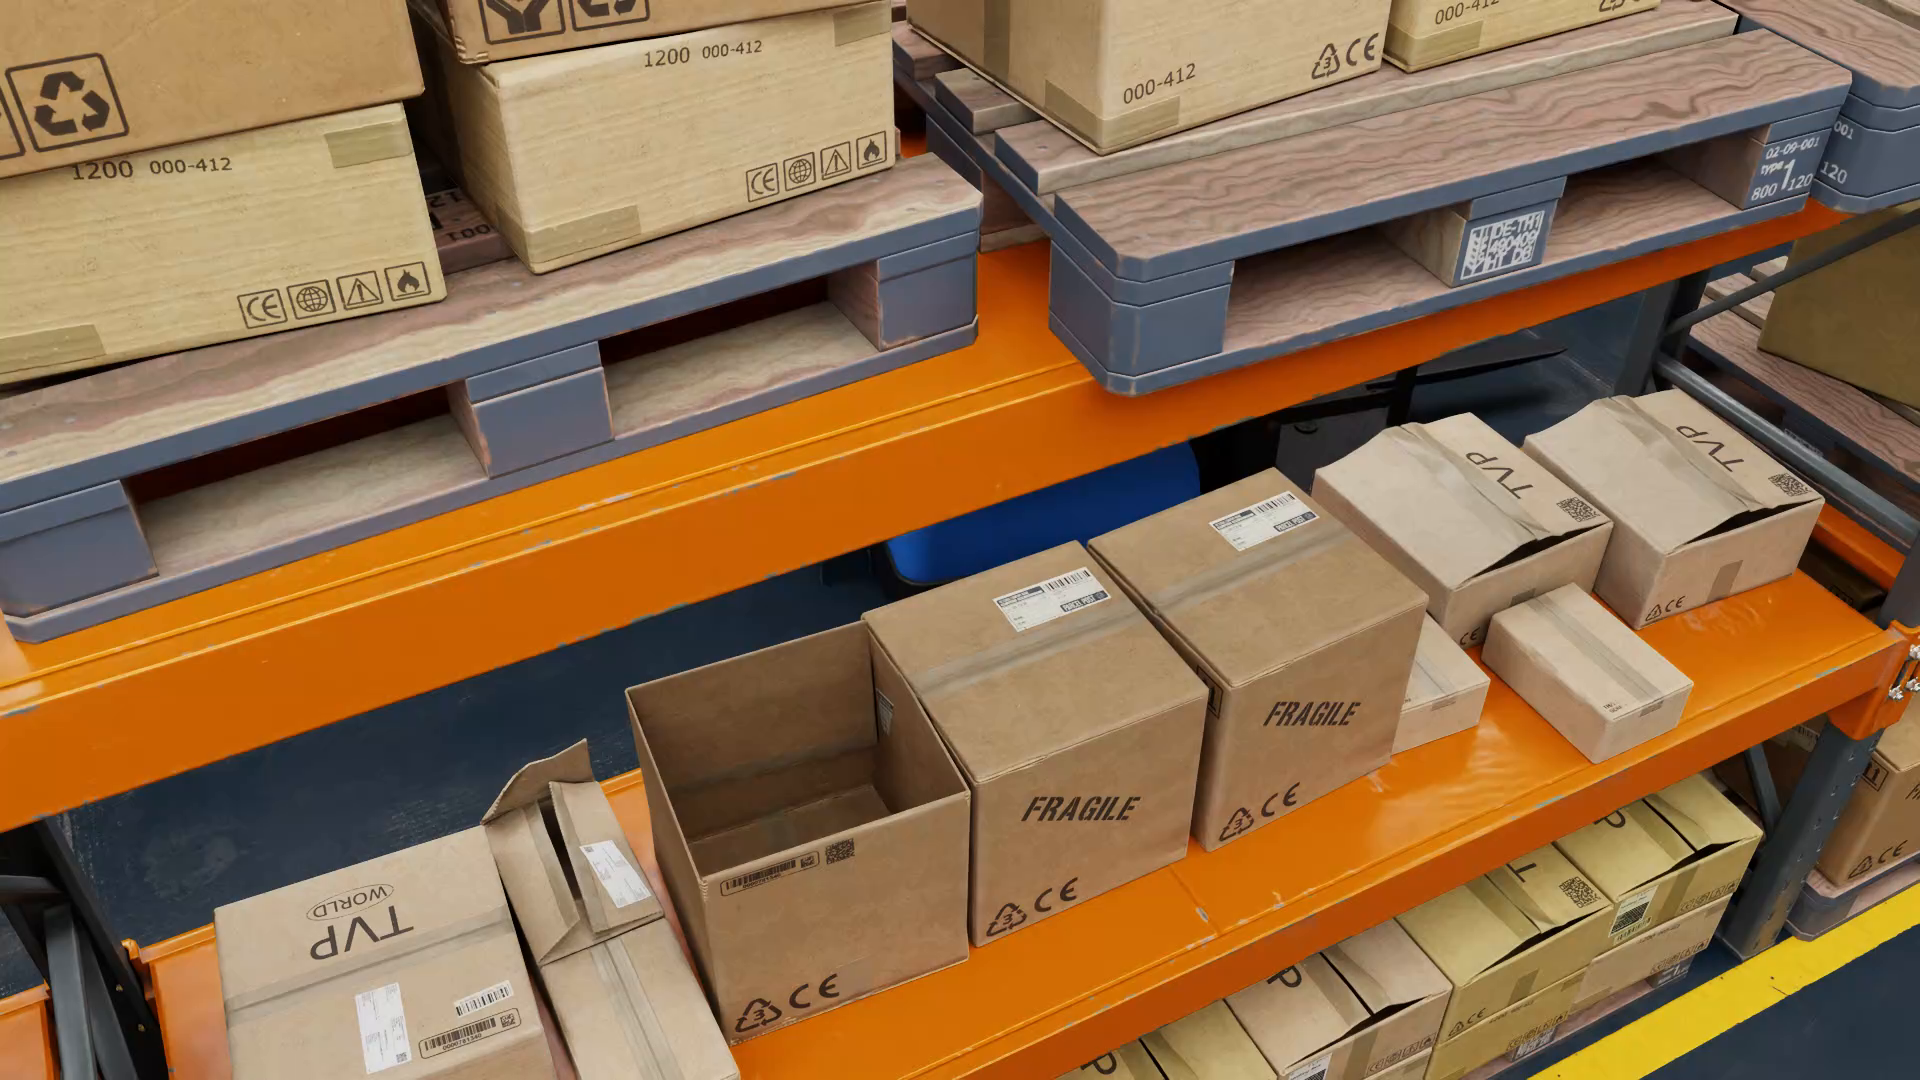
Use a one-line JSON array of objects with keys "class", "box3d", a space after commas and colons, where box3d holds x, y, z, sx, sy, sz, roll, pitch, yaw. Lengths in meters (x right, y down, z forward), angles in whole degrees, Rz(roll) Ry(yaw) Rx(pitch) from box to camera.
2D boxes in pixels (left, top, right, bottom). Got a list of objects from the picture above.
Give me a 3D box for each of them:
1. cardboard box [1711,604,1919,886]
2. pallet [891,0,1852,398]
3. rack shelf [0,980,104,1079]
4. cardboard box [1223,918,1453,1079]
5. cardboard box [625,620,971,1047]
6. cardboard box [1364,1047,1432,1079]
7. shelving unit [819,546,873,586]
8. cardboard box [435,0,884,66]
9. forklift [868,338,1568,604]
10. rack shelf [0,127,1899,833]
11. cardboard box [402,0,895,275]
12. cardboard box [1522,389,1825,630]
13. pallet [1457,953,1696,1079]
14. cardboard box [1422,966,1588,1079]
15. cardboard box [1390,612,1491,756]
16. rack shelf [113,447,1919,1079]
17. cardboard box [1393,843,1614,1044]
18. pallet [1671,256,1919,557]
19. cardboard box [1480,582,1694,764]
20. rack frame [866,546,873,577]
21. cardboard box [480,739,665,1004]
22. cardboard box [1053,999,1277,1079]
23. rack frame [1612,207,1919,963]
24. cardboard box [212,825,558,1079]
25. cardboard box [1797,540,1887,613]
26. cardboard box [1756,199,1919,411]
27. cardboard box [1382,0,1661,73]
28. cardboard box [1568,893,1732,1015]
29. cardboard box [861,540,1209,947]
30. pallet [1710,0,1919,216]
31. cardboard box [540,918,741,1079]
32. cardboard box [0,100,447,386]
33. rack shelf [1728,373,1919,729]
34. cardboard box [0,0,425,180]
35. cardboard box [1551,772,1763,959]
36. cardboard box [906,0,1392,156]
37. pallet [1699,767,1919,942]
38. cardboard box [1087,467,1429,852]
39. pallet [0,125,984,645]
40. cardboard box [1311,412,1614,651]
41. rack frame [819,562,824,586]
[{"class": "cardboard box", "box3d": [2.621, 0.587, 4.829, 0.500, 0.500, 0.500, -17, 43, -19]}, {"class": "pallet", "box3d": [0.534, -0.711, 2.592, 1.213, 0.211, 1.003, -17, 43, -19]}, {"class": "rack shelf", "box3d": [-3.237, 1.838, 2.314, 4.000, 0.370, 1.077, -19, 44, -21]}, {"class": "cardboard box", "box3d": [0.827, 1.053, 4.053, 0.500, 0.311, 0.500, -19, 44, -21]}, {"class": "cardboard box", "box3d": [-0.307, 0.551, 3.199, 0.500, 0.500, 0.500, -16, 43, -18]}, {"class": "cardboard box", "box3d": [0.828, 1.263, 4.239, 0.500, 0.250, 0.500, -18, 43, -20]}, {"class": "shelving unit", "box3d": [-0.443, -0.380, 5.770, 0.189, 1.200, 0.258, -10, 41, -12]}, {"class": "cardboard box", "box3d": [-0.403, -0.912, 1.895, 0.500, 0.500, 0.500, -15, 42, -17]}, {"class": "forklift", "box3d": [1.120, -1.302, 5.520, 3.031, 2.935, 1.130, -10, 41, -12]}, {"class": "rack shelf", "box3d": [0.311, -0.500, 2.755, 4.000, 0.370, 1.077, -19, 44, -21]}, {"class": "cardboard box", "box3d": [-0.426, -0.625, 2.136, 0.500, 0.250, 0.500, -23, 45, -25]}, {"class": "cardboard box", "box3d": [1.742, -0.110, 4.127, 0.500, 0.311, 0.500, -16, 43, -18]}, {"class": "pallet", "box3d": [1.337, 1.061, 4.834, 1.213, 0.211, 1.003, -19, 44, -21]}, {"class": "cardboard box", "box3d": [1.275, 1.115, 4.415, 0.500, 0.250, 0.500, -19, 44, -21]}, {"class": "cardboard box", "box3d": [0.980, 0.282, 3.790, 0.250, 0.149, 0.380, -15, 43, -18]}, {"class": "rack shelf", "box3d": [0.311, 0.644, 3.724, 4.000, 0.370, 1.077, -19, 44, -21]}, {"class": "cardboard box", "box3d": [1.276, 0.904, 4.229, 0.500, 0.311, 0.500, -19, 44, -21]}, {"class": "pallet", "box3d": [2.654, -0.396, 4.545, 1.003, 0.211, 1.213, -19, 44, -21]}, {"class": "cardboard box", "box3d": [1.415, 0.296, 3.774, 0.250, 0.149, 0.380, -19, 44, -21]}, {"class": "rack frame", "box3d": [-0.355, -0.396, 5.789, 0.006, 1.200, 0.240, -10, 41, -12]}, {"class": "cardboard box", "box3d": [-0.768, 0.650, 3.264, 0.258, 0.266, 0.396, -20, 44, -22]}, {"class": "cardboard box", "box3d": [0.382, 1.202, 3.878, 0.500, 0.311, 0.500, -17, 43, -19]}, {"class": "rack frame", "box3d": [2.085, -0.227, 4.197, 0.127, 3.000, 1.000, -19, 44, -21]}, {"class": "cardboard box", "box3d": [-1.046, 0.852, 3.038, 0.500, 0.250, 0.500, -16, 43, -18]}, {"class": "cardboard box", "box3d": [2.806, 0.145, 5.351, 0.500, 0.500, 0.500, -17, 43, -19]}, {"class": "cardboard box", "box3d": [2.591, -0.678, 4.327, 0.700, 0.500, 0.500, 31, 49, 31]}, {"class": "cardboard box", "box3d": [0.739, -0.976, 2.551, 0.500, 0.250, 0.500, -19, 44, -21]}, {"class": "cardboard box", "box3d": [1.731, 0.959, 4.599, 0.500, 0.250, 0.500, -18, 43, -20]}, {"class": "cardboard box", "box3d": [0.137, 0.402, 3.376, 0.500, 0.500, 0.500, -19, 44, -21]}, {"class": "pallet", "box3d": [1.524, -1.046, 2.989, 1.003, 0.211, 1.213, -17, 43, -19]}, {"class": "cardboard box", "box3d": [-0.583, 0.915, 3.041, 0.250, 0.149, 0.380, -19, 44, -21]}, {"class": "cardboard box", "box3d": [-0.912, -0.460, 1.941, 0.500, 0.250, 0.500, -14, 42, -16]}, {"class": "rack shelf", "box3d": [3.859, -0.549, 5.134, 4.000, 0.370, 1.077, -19, 44, -21]}, {"class": "cardboard box", "box3d": [-0.898, -0.729, 1.678, 0.500, 0.500, 0.500, -18, 43, -20]}, {"class": "cardboard box", "box3d": [1.734, 0.746, 4.417, 0.500, 0.311, 0.500, -17, 43, -20]}, {"class": "cardboard box", "box3d": [0.261, -0.817, 2.363, 0.500, 0.250, 0.500, -22, 45, -24]}, {"class": "pallet", "box3d": [2.764, 0.636, 5.335, 1.213, 0.211, 1.003, -19, 44, -21]}, {"class": "cardboard box", "box3d": [0.604, 0.245, 3.562, 0.500, 0.500, 0.500, -21, 45, -23]}, {"class": "pallet", "box3d": [-0.687, -0.376, 2.199, 1.217, 0.209, 0.805, -20, 44, -22]}, {"class": "cardboard box", "box3d": [1.202, -0.037, 4.041, 0.500, 0.311, 0.500, -19, 44, -21]}, {"class": "rack frame", "box3d": [-0.531, -0.364, 5.751, 0.006, 1.200, 0.240, -10, 41, -12]}]
